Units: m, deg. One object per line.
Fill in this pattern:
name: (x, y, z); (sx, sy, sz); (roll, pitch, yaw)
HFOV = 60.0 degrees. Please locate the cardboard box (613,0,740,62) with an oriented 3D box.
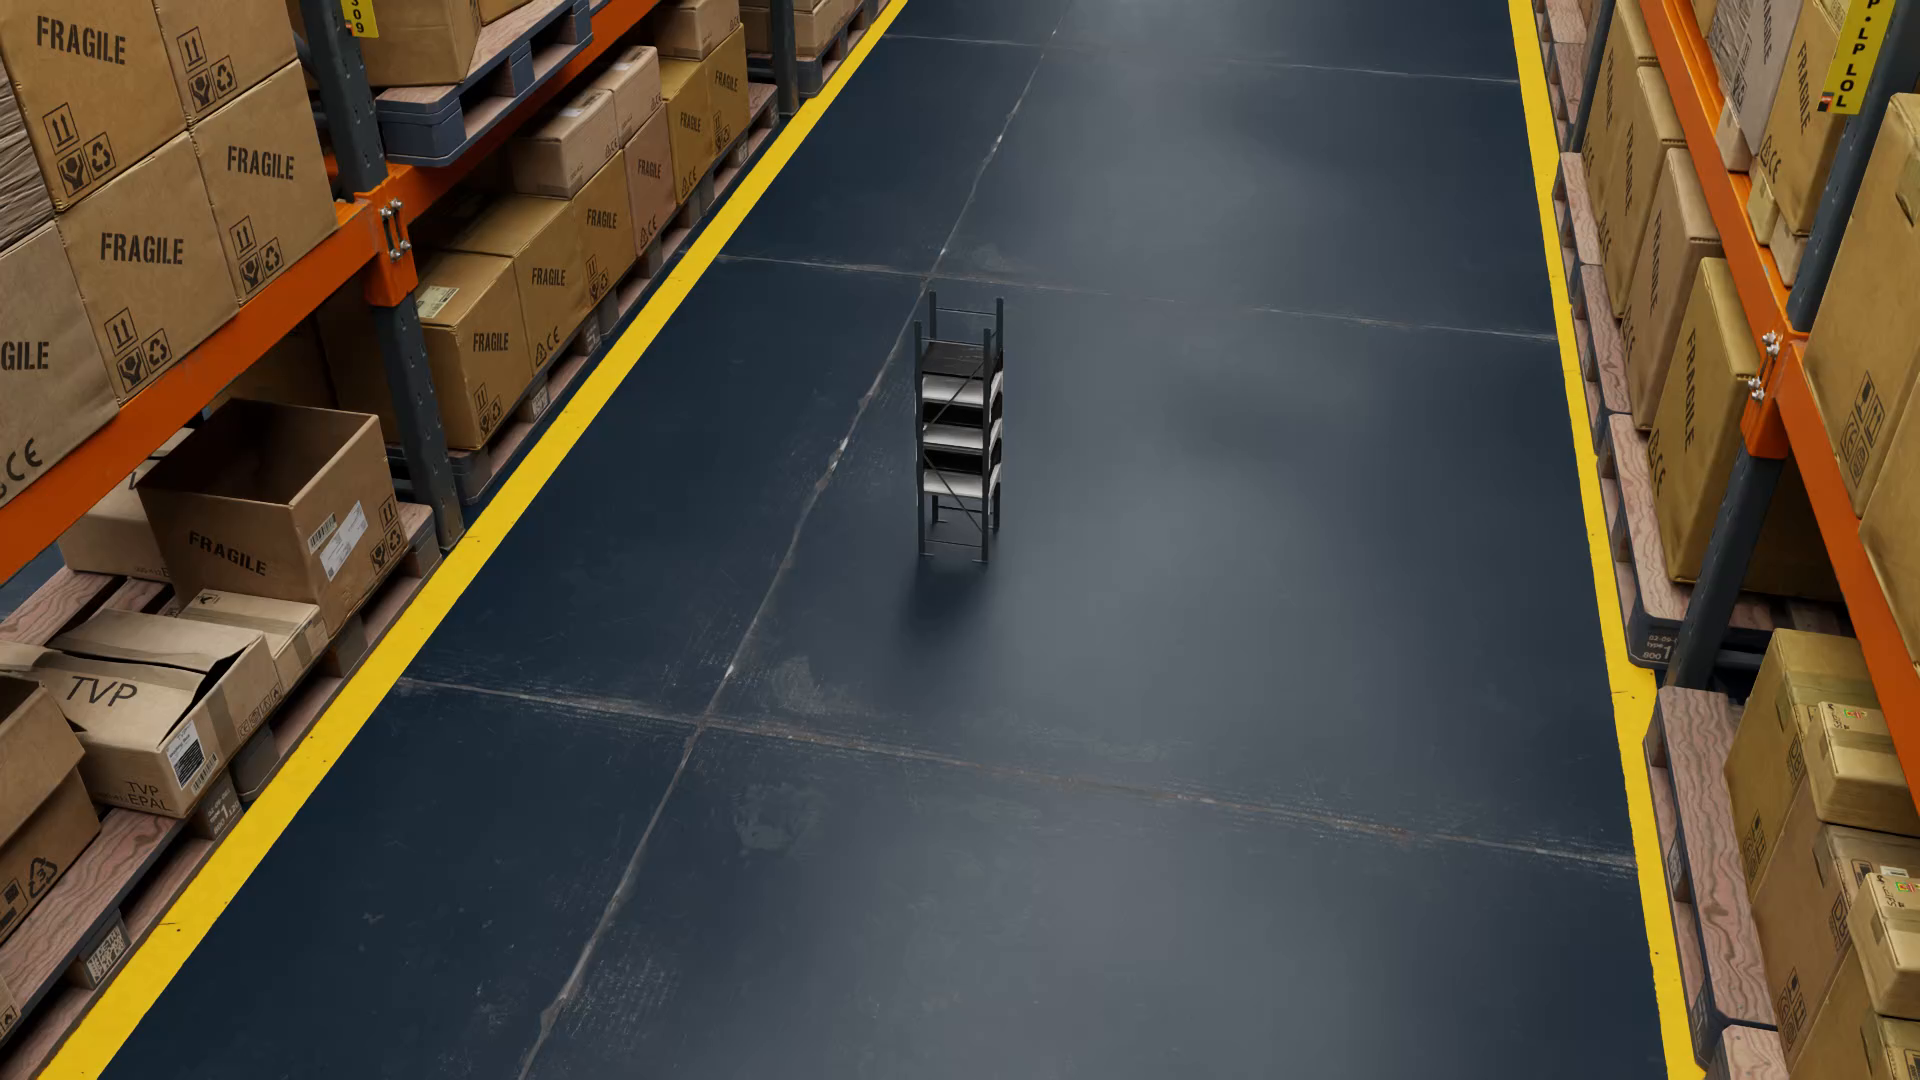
cardboard box: (-1.343, -2.431, 7.664); (0.500, 0.250, 0.500); (9, 37, 12)

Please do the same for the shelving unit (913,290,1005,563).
shelving unit: (-0.002, -0.360, 5.480); (0.258, 0.900, 0.210); (7, 37, 10)

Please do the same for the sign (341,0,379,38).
sign: (-1.687, -1.553, 4.600); (0.100, 0.325, 0.005); (7, 37, 10)

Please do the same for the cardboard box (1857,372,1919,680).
cardboard box: (2.328, -0.042, 2.997); (0.980, 0.700, 0.700); (6, 36, 9)

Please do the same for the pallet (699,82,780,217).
pallet: (-1.561, -2.007, 8.340); (1.003, 0.211, 1.213); (7, 37, 10)

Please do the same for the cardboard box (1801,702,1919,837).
cardboard box: (2.110, 0.521, 3.694); (0.380, 0.149, 0.250); (8, 37, 12)

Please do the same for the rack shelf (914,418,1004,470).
rack shelf: (-0.002, -0.333, 5.499); (0.258, 0.077, 0.200); (7, 37, 10)

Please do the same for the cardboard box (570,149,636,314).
cardboard box: (-1.661, -1.272, 6.704); (0.500, 0.500, 0.500); (8, 37, 11)

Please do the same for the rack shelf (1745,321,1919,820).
rack shelf: (2.194, 0.790, 2.717); (1.077, 0.370, 4.000); (7, 37, 10)

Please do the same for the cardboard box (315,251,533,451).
cardboard box: (-1.878, -0.679, 5.886); (0.500, 0.500, 0.500); (6, 36, 8)

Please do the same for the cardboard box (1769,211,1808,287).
cardboard box: (2.417, -0.783, 4.472); (0.380, 0.149, 0.250); (8, 37, 10)

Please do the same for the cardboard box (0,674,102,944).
cardboard box: (-2.615, 0.644, 4.058); (0.797, 0.503, 0.637); (7, 37, 10)

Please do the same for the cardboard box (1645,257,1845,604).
cardboard box: (2.633, -0.336, 5.132); (0.750, 0.750, 0.750); (8, 37, 11)

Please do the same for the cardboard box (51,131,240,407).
cardboard box: (-2.184, -0.693, 4.064); (0.500, 0.500, 0.500); (8, 37, 11)

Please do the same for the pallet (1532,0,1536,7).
pallet: (4.165, -3.659, 10.618); (1.003, 0.211, 1.213); (7, 37, 10)

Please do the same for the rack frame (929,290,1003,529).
rack frame: (0.020, -0.418, 5.560); (0.240, 0.900, 0.006); (7, 37, 10)

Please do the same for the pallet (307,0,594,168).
pallet: (-1.942, -1.633, 5.611); (1.003, 0.211, 1.213); (7, 37, 10)

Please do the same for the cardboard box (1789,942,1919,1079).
cardboard box: (2.139, 1.192, 3.322); (0.700, 0.500, 0.500); (8, 37, 11)

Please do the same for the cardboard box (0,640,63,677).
cardboard box: (-2.695, 0.413, 4.663); (0.380, 0.166, 0.250); (7, 37, 10)

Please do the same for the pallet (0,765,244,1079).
pallet: (-2.625, 0.958, 4.249); (1.003, 0.211, 1.213); (7, 37, 10)

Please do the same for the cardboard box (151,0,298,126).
cardboard box: (-2.074, -1.389, 4.174); (0.500, 0.500, 0.500); (7, 37, 10)

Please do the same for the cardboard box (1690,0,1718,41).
cardboard box: (2.790, -1.981, 5.571); (0.500, 0.500, 0.500); (8, 37, 11)

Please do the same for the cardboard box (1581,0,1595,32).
cardboard box: (3.880, -3.095, 9.220); (0.700, 0.500, 0.500); (7, 37, 10)

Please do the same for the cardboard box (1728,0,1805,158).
cardboard box: (2.573, -1.407, 4.779); (0.500, 0.500, 0.500); (8, 37, 10)

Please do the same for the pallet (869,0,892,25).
pallet: (-0.888, -3.595, 10.530); (1.003, 0.211, 1.213); (7, 37, 10)

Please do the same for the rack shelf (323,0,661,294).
rack shelf: (-1.792, -2.122, 6.735); (1.077, 0.370, 4.000); (7, 37, 10)

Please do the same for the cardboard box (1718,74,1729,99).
cardboard box: (2.731, -1.506, 5.469); (0.380, 0.149, 0.250); (6, 36, 9)

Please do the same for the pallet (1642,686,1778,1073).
pallet: (2.382, 0.908, 4.318); (1.003, 0.211, 1.213); (7, 37, 10)

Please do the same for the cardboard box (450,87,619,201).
cardboard box: (-1.664, -1.556, 6.457); (0.500, 0.250, 0.500); (7, 37, 10)

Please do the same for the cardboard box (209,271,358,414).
cardboard box: (-2.394, -0.751, 5.986); (0.500, 0.500, 0.500); (7, 37, 10)

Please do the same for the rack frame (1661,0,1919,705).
rack frame: (2.621, -0.648, 4.088); (1.000, 3.000, 0.127); (7, 37, 10)

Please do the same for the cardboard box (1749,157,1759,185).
cardboard box: (2.547, -1.074, 4.873); (0.380, 0.149, 0.250); (8, 37, 11)

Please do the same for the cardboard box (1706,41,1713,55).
cardboard box: (2.862, -1.807, 5.884); (0.380, 0.149, 0.250); (8, 37, 10)

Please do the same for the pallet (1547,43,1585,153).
pallet: (3.644, -2.260, 8.688); (1.003, 0.211, 1.213); (7, 37, 10)

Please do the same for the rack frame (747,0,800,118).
rack frame: (-1.365, -3.560, 8.105); (1.000, 3.000, 0.127); (7, 37, 10)

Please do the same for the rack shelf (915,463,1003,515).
rack shelf: (-0.002, -0.187, 5.605); (0.258, 0.077, 0.200); (7, 37, 10)

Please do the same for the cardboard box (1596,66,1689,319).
cardboard box: (2.997, -1.334, 6.509); (0.750, 0.750, 0.750); (7, 37, 10)

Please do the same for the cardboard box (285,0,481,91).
cardboard box: (-1.899, -1.721, 5.125); (0.700, 0.500, 0.500); (-4, 36, -6)

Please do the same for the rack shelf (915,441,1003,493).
rack shelf: (-0.002, -0.260, 5.552); (0.258, 0.077, 0.200); (7, 37, 10)

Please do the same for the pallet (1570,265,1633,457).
pallet: (2.971, -0.672, 6.497); (1.003, 0.211, 1.213); (7, 37, 10)

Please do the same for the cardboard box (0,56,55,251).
cardboard box: (-2.289, -0.807, 3.370); (0.500, 0.500, 0.500); (8, 37, 10)

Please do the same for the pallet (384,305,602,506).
pallet: (-2.082, -0.608, 6.410); (1.003, 0.211, 1.213); (7, 37, 10)

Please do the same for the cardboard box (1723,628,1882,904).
cardboard box: (2.361, 0.610, 4.124); (0.700, 0.500, 0.500); (8, 37, 11)

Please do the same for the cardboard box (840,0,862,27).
cardboard box: (-0.859, -3.168, 9.550); (0.500, 0.250, 0.500); (6, 36, 9)

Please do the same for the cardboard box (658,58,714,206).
cardboard box: (-1.446, -1.863, 7.520); (0.500, 0.500, 0.500); (6, 36, 8)

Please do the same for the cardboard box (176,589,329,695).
cardboard box: (-2.085, 0.294, 4.842); (0.380, 0.149, 0.250); (7, 37, 10)
